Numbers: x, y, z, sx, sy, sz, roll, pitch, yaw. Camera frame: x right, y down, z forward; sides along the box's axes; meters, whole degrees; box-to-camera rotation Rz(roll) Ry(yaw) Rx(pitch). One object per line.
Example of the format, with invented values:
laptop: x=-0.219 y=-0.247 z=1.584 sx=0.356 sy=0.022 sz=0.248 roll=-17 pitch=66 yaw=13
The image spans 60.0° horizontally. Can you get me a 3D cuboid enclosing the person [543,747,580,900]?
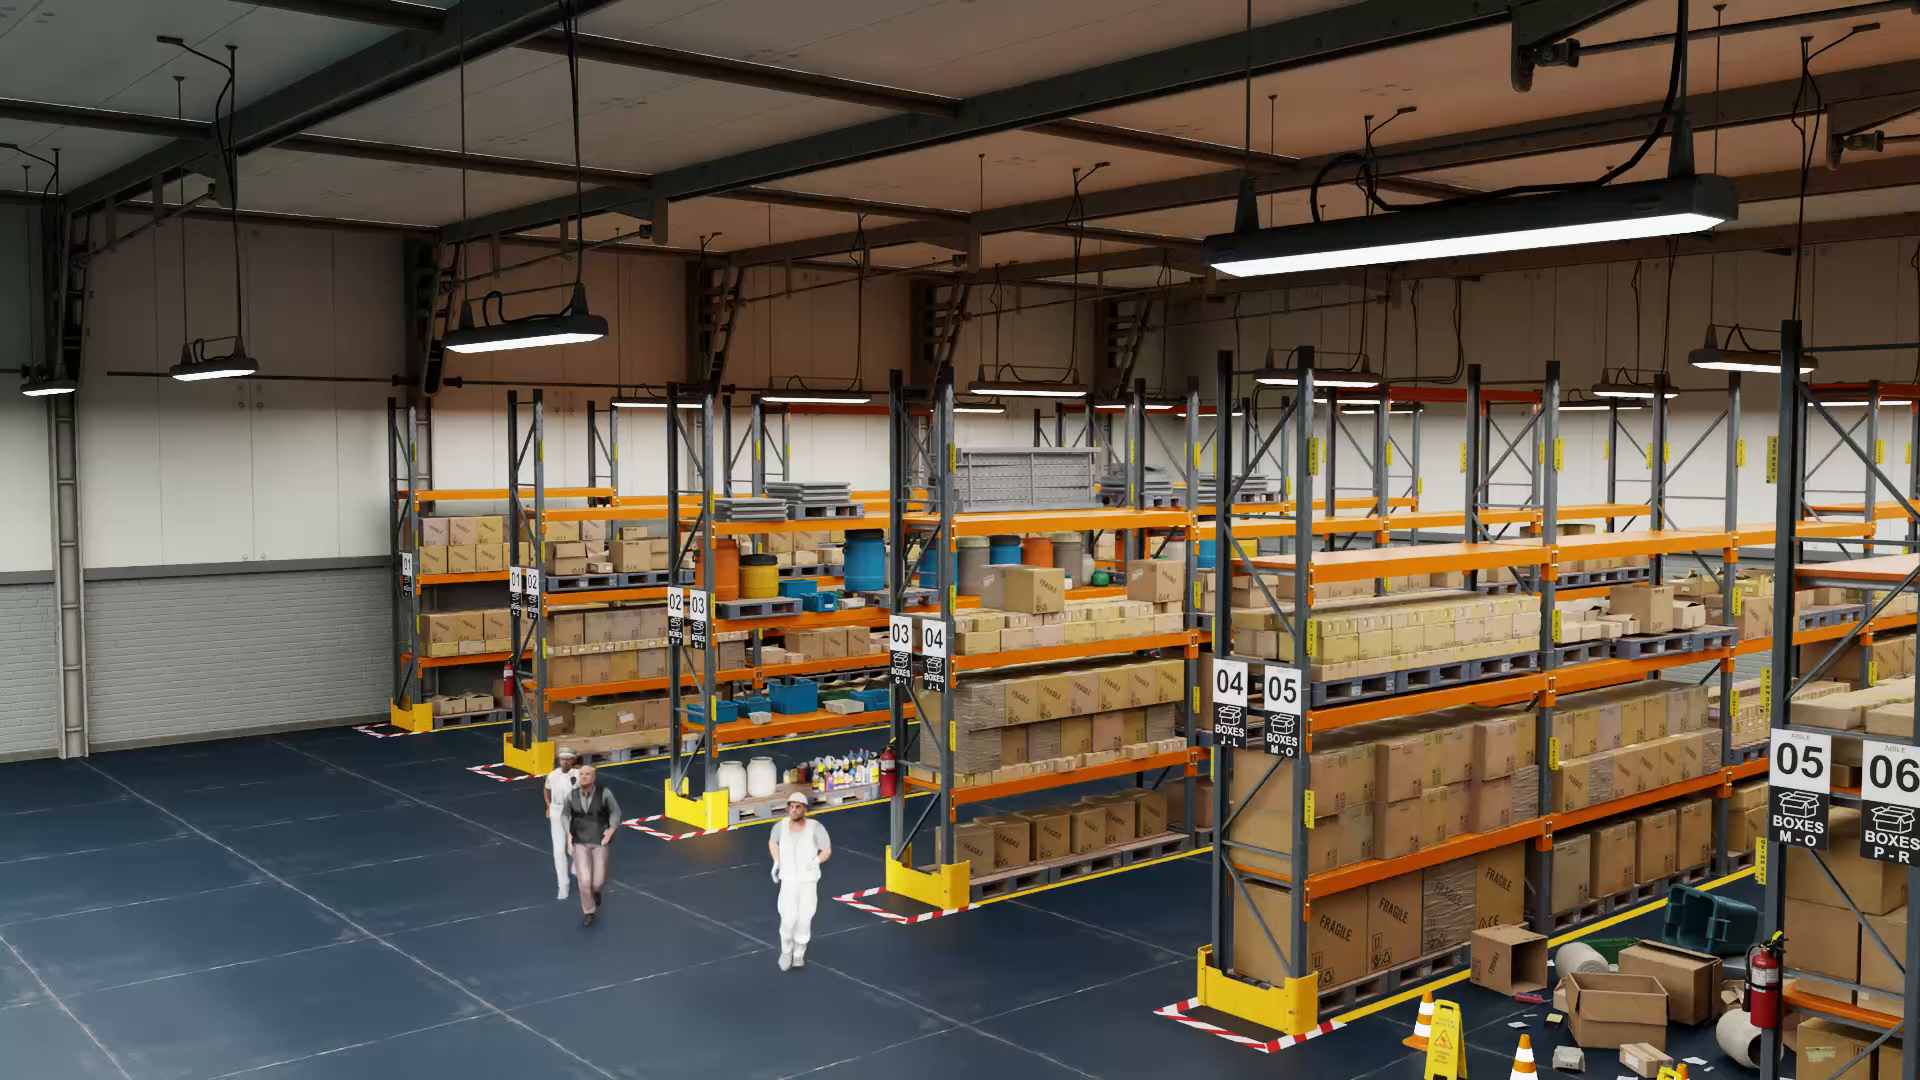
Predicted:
person: x=-4.533 y=3.216 z=19.184 sx=0.579 sy=1.696 sz=0.837 roll=0 pitch=3 yaw=-5

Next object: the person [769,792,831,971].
person: x=-1.566 y=3.332 z=16.172 sx=0.625 sy=1.763 sz=0.659 roll=0 pitch=3 yaw=-1

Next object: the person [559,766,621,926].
person: x=-4.017 y=3.278 z=18.009 sx=0.633 sy=1.696 sz=0.578 roll=0 pitch=3 yaw=-6
